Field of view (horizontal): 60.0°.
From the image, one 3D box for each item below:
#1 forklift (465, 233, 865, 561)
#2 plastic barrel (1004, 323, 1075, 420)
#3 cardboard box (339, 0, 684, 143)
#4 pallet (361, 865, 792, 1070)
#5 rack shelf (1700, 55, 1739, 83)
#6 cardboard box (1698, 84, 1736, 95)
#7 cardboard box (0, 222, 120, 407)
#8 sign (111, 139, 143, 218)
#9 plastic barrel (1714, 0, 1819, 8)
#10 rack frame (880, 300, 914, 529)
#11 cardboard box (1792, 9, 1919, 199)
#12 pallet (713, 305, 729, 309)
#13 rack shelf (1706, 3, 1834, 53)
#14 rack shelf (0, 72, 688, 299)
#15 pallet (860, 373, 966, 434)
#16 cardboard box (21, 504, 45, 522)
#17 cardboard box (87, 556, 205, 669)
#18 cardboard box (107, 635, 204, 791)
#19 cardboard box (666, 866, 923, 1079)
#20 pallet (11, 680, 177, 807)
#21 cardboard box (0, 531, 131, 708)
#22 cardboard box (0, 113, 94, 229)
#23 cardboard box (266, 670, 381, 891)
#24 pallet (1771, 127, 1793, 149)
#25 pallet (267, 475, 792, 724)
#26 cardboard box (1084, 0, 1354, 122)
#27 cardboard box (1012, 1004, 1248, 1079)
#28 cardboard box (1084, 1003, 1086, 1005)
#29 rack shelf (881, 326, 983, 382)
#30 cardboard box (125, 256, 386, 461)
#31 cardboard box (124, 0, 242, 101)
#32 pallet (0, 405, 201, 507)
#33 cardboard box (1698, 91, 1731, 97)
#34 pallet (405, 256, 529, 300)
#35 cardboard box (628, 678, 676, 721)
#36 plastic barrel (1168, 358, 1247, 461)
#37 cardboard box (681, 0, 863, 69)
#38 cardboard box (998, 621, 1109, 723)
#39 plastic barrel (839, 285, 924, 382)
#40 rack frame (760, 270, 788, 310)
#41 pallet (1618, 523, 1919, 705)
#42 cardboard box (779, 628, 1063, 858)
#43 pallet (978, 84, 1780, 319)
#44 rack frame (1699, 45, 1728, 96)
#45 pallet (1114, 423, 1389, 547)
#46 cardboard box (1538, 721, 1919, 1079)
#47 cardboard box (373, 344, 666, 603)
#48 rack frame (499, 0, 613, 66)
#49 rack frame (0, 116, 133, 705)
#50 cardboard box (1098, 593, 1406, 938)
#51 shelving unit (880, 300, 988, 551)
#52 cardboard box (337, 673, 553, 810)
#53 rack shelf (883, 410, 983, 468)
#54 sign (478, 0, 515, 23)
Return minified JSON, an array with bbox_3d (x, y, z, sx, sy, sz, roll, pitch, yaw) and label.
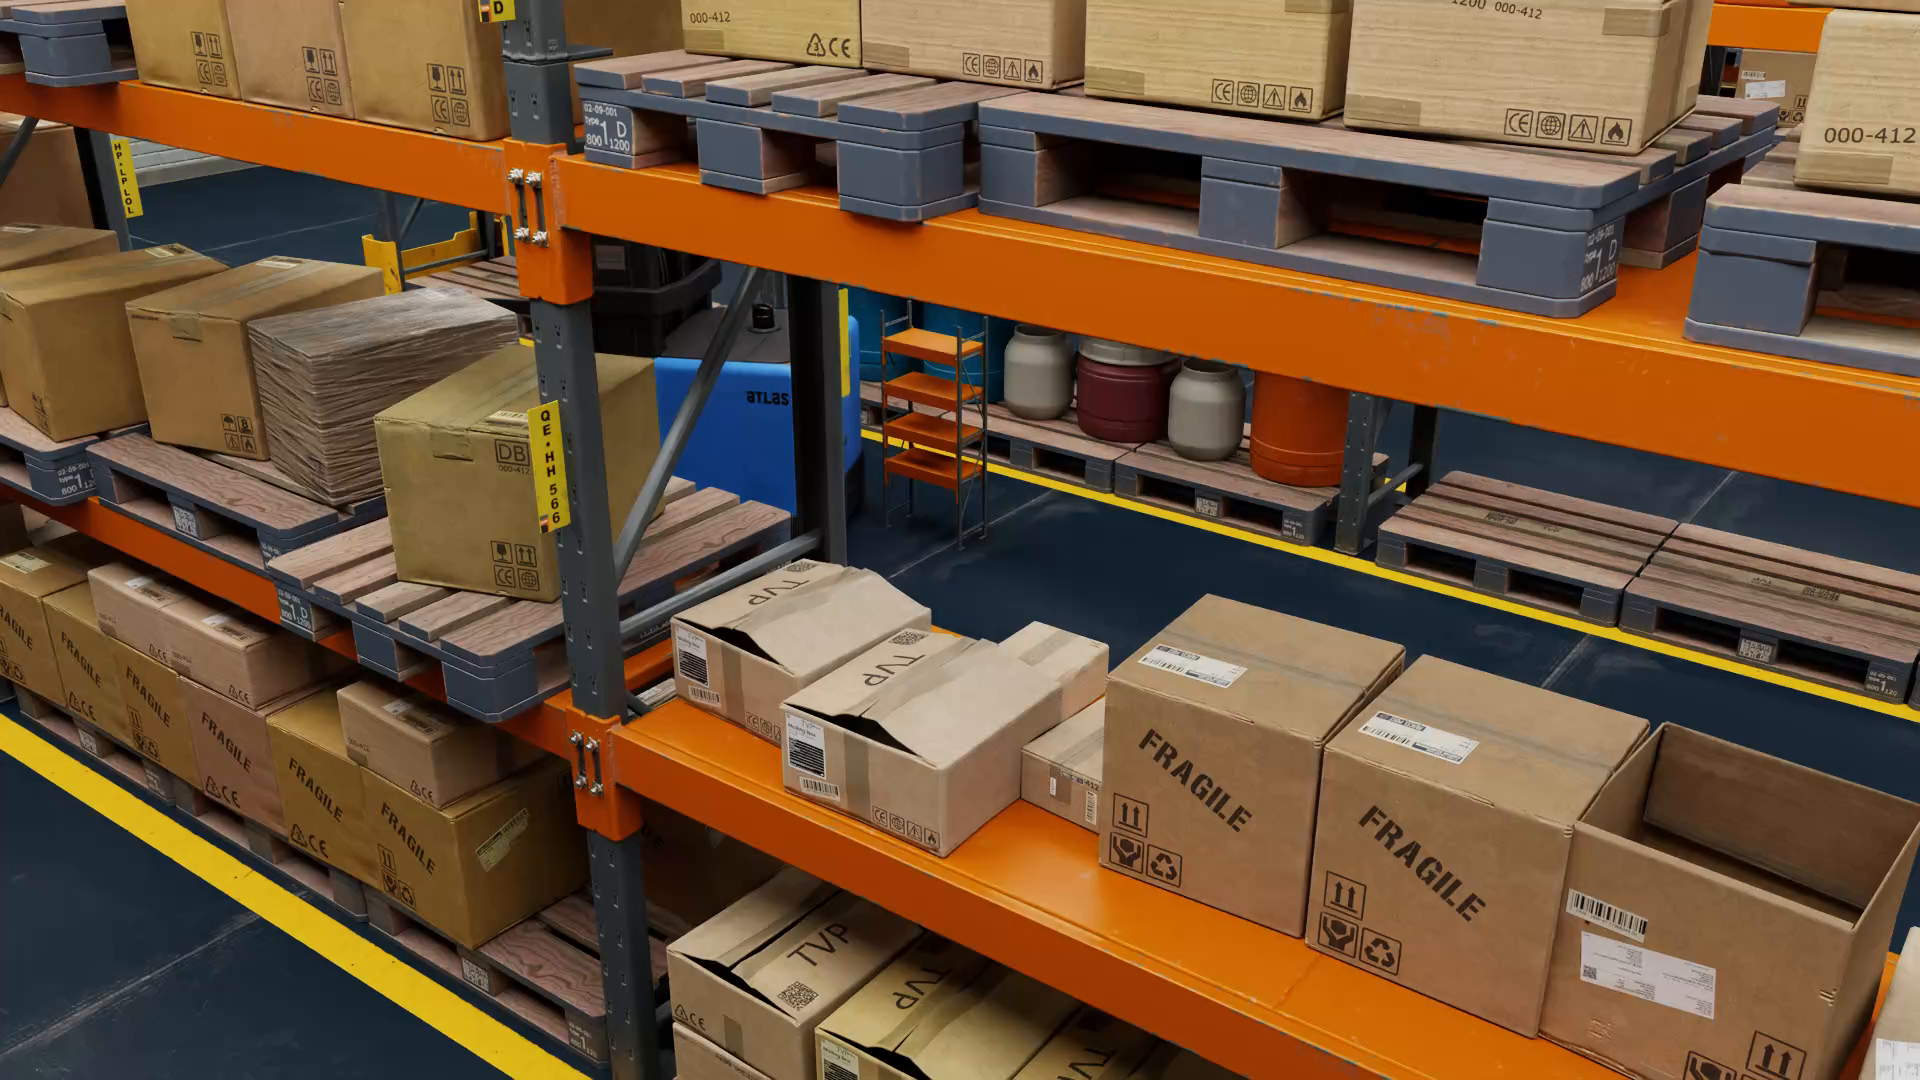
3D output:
[{"bbox_3d":[-2.092,-1.485,8.486,3.031,2.935,1.130,4,24,10],"label":"forklift"},{"bbox_3d":[0.472,-1.006,9.878,0.421,0.512,0.421,0,24,0],"label":"plastic barrel"},{"bbox_3d":[-1.060,-1.375,4.306,0.500,0.500,0.910,17,29,33],"label":"cardboard box"},{"bbox_3d":[-1.266,1.222,5.715,1.213,0.211,1.003,17,29,33],"label":"pallet"},{"bbox_3d":[6.709,-4.787,16.787,4.000,0.370,1.077,17,29,33],"label":"rack shelf"},{"bbox_3d":[7.497,-4.392,16.646,0.500,0.250,0.500,16,29,33],"label":"cardboard box"},{"bbox_3d":[-3.647,-0.880,6.382,0.500,0.500,0.700,7,25,16],"label":"cardboard box"},{"bbox_3d":[-3.562,-1.539,7.086,0.005,0.325,0.100,17,29,33],"label":"sign"},{"bbox_3d":[3.333,-2.601,6.681,0.708,0.830,0.600,17,29,33],"label":"plastic barrel"},{"bbox_3d":[-0.328,-0.648,8.733,0.015,1.200,0.240,17,29,33],"label":"rack frame"},{"bbox_3d":[1.581,-0.675,2.506,0.500,0.250,0.500,14,27,28],"label":"cardboard box"},{"bbox_3d":[-1.530,-1.315,11.474,1.213,0.211,1.003,17,29,33],"label":"pallet"},{"bbox_3d":[3.883,-2.019,6.783,4.000,0.370,1.077,17,29,33],"label":"rack shelf"},{"bbox_3d":[-2.291,-1.389,5.354,4.000,0.370,1.077,17,29,33],"label":"rack shelf"},{"bbox_3d":[-0.326,-0.950,10.644,1.213,0.211,1.003,17,29,33],"label":"pallet"},{"bbox_3d":[-4.796,-0.111,8.250,0.250,0.166,0.380,17,29,33],"label":"cardboard box"},{"bbox_3d":[-2.851,0.208,6.182,0.500,0.250,0.500,17,29,33],"label":"cardboard box"},{"bbox_3d":[-2.822,0.558,6.318,0.500,0.500,0.500,17,29,34],"label":"cardboard box"},{"bbox_3d":[-0.448,1.169,4.570,0.500,0.311,0.500,18,29,35],"label":"cardboard box"},{"bbox_3d":[-3.218,0.632,7.055,1.213,0.211,1.003,17,29,33],"label":"pallet"},{"bbox_3d":[-3.651,0.309,6.882,0.500,0.500,0.500,15,28,31],"label":"cardboard box"},{"bbox_3d":[-4.100,-1.537,7.154,0.500,0.500,0.500,18,29,35],"label":"cardboard box"},{"bbox_3d":[-1.994,0.805,5.757,0.500,0.500,0.500,16,28,31],"label":"cardboard box"},{"bbox_3d":[5.887,-2.831,11.693,1.003,0.211,1.213,17,29,33],"label":"pallet"},{"bbox_3d":[-1.275,0.085,5.075,1.003,0.211,1.213,17,29,33],"label":"pallet"},{"bbox_3d":[0.587,-1.003,3.252,0.500,0.250,0.500,16,28,32],"label":"cardboard box"},{"bbox_3d":[0.384,1.418,4.006,0.500,0.311,0.500,16,28,32],"label":"cardboard box"},{"bbox_3d":[0.296,1.119,4.685,0.500,0.311,0.500,16,29,33],"label":"cardboard box"},{"bbox_3d":[-0.132,-0.949,8.440,0.480,0.148,0.258,17,29,33],"label":"rack shelf"},{"bbox_3d":[-2.441,-0.660,5.882,0.500,0.500,0.700,9,25,20],"label":"cardboard box"},{"bbox_3d":[-1.884,-1.624,4.871,0.500,0.500,0.910,17,29,33],"label":"cardboard box"},{"bbox_3d":[-3.318,-0.513,6.431,1.213,0.211,1.003,17,29,33],"label":"pallet"},{"bbox_3d":[7.194,-4.224,16.265,0.500,0.250,0.500,17,29,34],"label":"cardboard box"},{"bbox_3d":[-3.482,-1.905,12.813,1.213,0.211,1.003,17,29,33],"label":"pallet"},{"bbox_3d":[-1.306,0.754,5.873,0.500,0.500,0.500,16,28,31],"label":"cardboard box"},{"bbox_3d":[1.376,-0.733,9.258,0.421,0.512,0.421,0,24,0],"label":"plastic barrel"},{"bbox_3d":[-0.294,-1.266,3.849,0.500,0.250,0.500,14,28,29],"label":"cardboard box"},{"bbox_3d":[0.194,0.382,4.475,0.250,0.149,0.380,17,29,33],"label":"cardboard box"},{"bbox_3d":[-0.493,-1.521,10.564,0.708,0.901,0.600,17,29,33],"label":"plastic barrel"},{"bbox_3d":[-0.918,-2.426,10.536,0.127,3.000,1.000,17,29,33],"label":"rack frame"},{"bbox_3d":[3.851,0.312,7.780,1.213,0.211,1.003,17,29,33],"label":"pallet"},{"bbox_3d":[-0.091,0.458,4.101,0.500,0.311,0.500,16,29,33],"label":"cardboard box"},{"bbox_3d":[0.802,-0.743,3.230,1.213,0.211,1.003,18,30,36],"label":"pallet"},{"bbox_3d":[5.253,-3.057,11.968,0.127,3.000,1.000,17,29,33],"label":"rack frame"},{"bbox_3d":[1.627,-0.360,9.305,1.213,0.211,1.003,17,29,33],"label":"pallet"},{"bbox_3d":[1.484,0.741,3.223,0.500,0.500,0.500,19,30,37],"label":"cardboard box"},{"bbox_3d":[-1.262,-0.216,4.874,0.500,0.500,0.700,7,25,16],"label":"cardboard box"},{"bbox_3d":[-0.691,-2.607,3.506,0.127,3.000,1.000,17,29,33],"label":"rack frame"},{"bbox_3d":[-3.892,-0.829,6.911,0.127,3.000,1.000,17,29,33],"label":"rack frame"},{"bbox_3d":[0.662,0.493,3.787,0.500,0.500,0.500,15,28,31],"label":"cardboard box"},{"bbox_3d":[-0.132,-0.589,8.599,0.503,1.200,0.258,17,29,33],"label":"shelving unit"},{"bbox_3d":[-1.628,0.575,5.349,0.500,0.250,0.500,18,30,35],"label":"cardboard box"},{"bbox_3d":[-0.132,-0.528,8.626,0.480,0.148,0.258,17,29,33],"label":"rack shelf"},{"bbox_3d":[-1.018,-1.296,3.611,0.005,0.325,0.100,17,29,33],"label":"sign"}]
